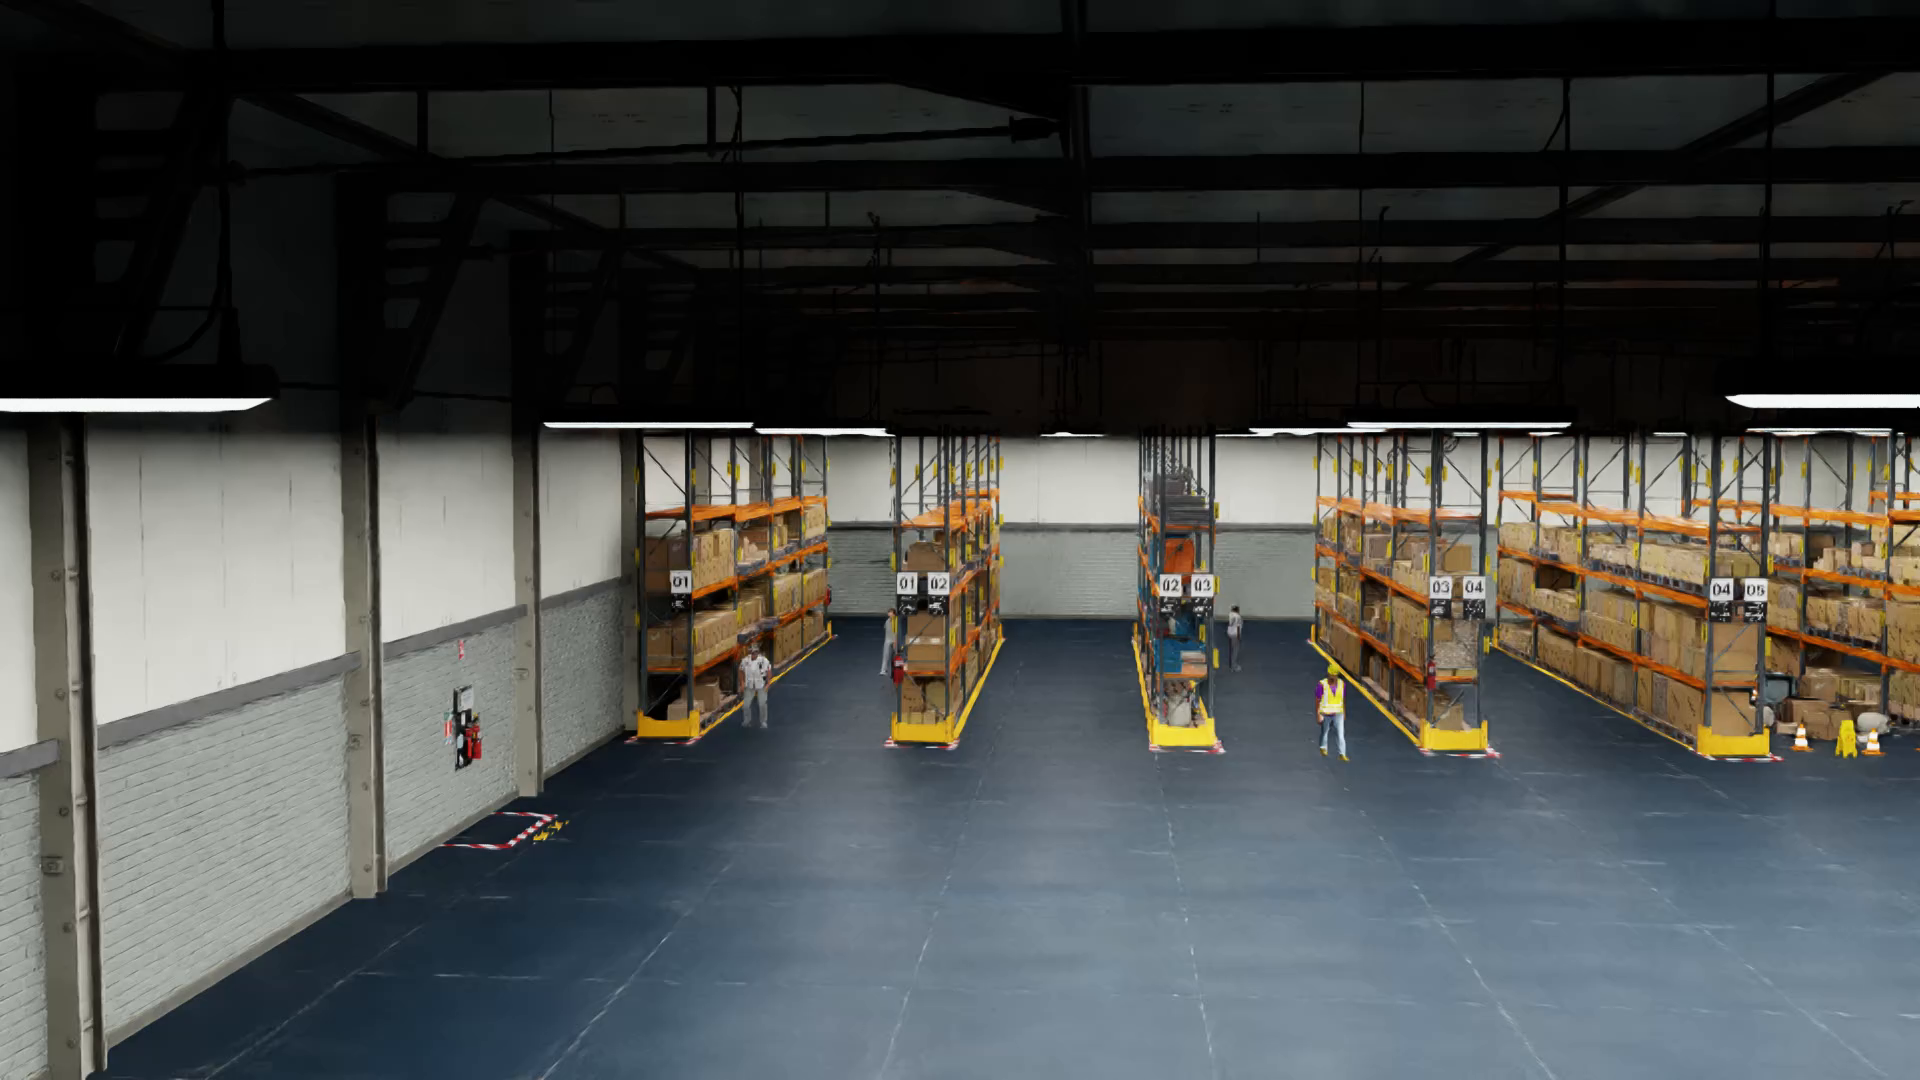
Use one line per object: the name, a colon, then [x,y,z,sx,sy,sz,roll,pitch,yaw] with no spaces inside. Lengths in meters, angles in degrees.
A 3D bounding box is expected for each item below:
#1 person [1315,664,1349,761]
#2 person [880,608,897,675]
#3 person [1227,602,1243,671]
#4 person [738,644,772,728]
person: [6.628,3.054,29.669,0.582,1.686,1.113,0,3,3]
person: [-1.642,2.449,40.391,0.445,1.605,1.017,1,4,13]
person: [6.817,2.375,41.035,0.441,1.683,0.552,-1,4,-16]
person: [-4.049,2.870,32.862,0.682,1.715,0.542,0,3,3]
